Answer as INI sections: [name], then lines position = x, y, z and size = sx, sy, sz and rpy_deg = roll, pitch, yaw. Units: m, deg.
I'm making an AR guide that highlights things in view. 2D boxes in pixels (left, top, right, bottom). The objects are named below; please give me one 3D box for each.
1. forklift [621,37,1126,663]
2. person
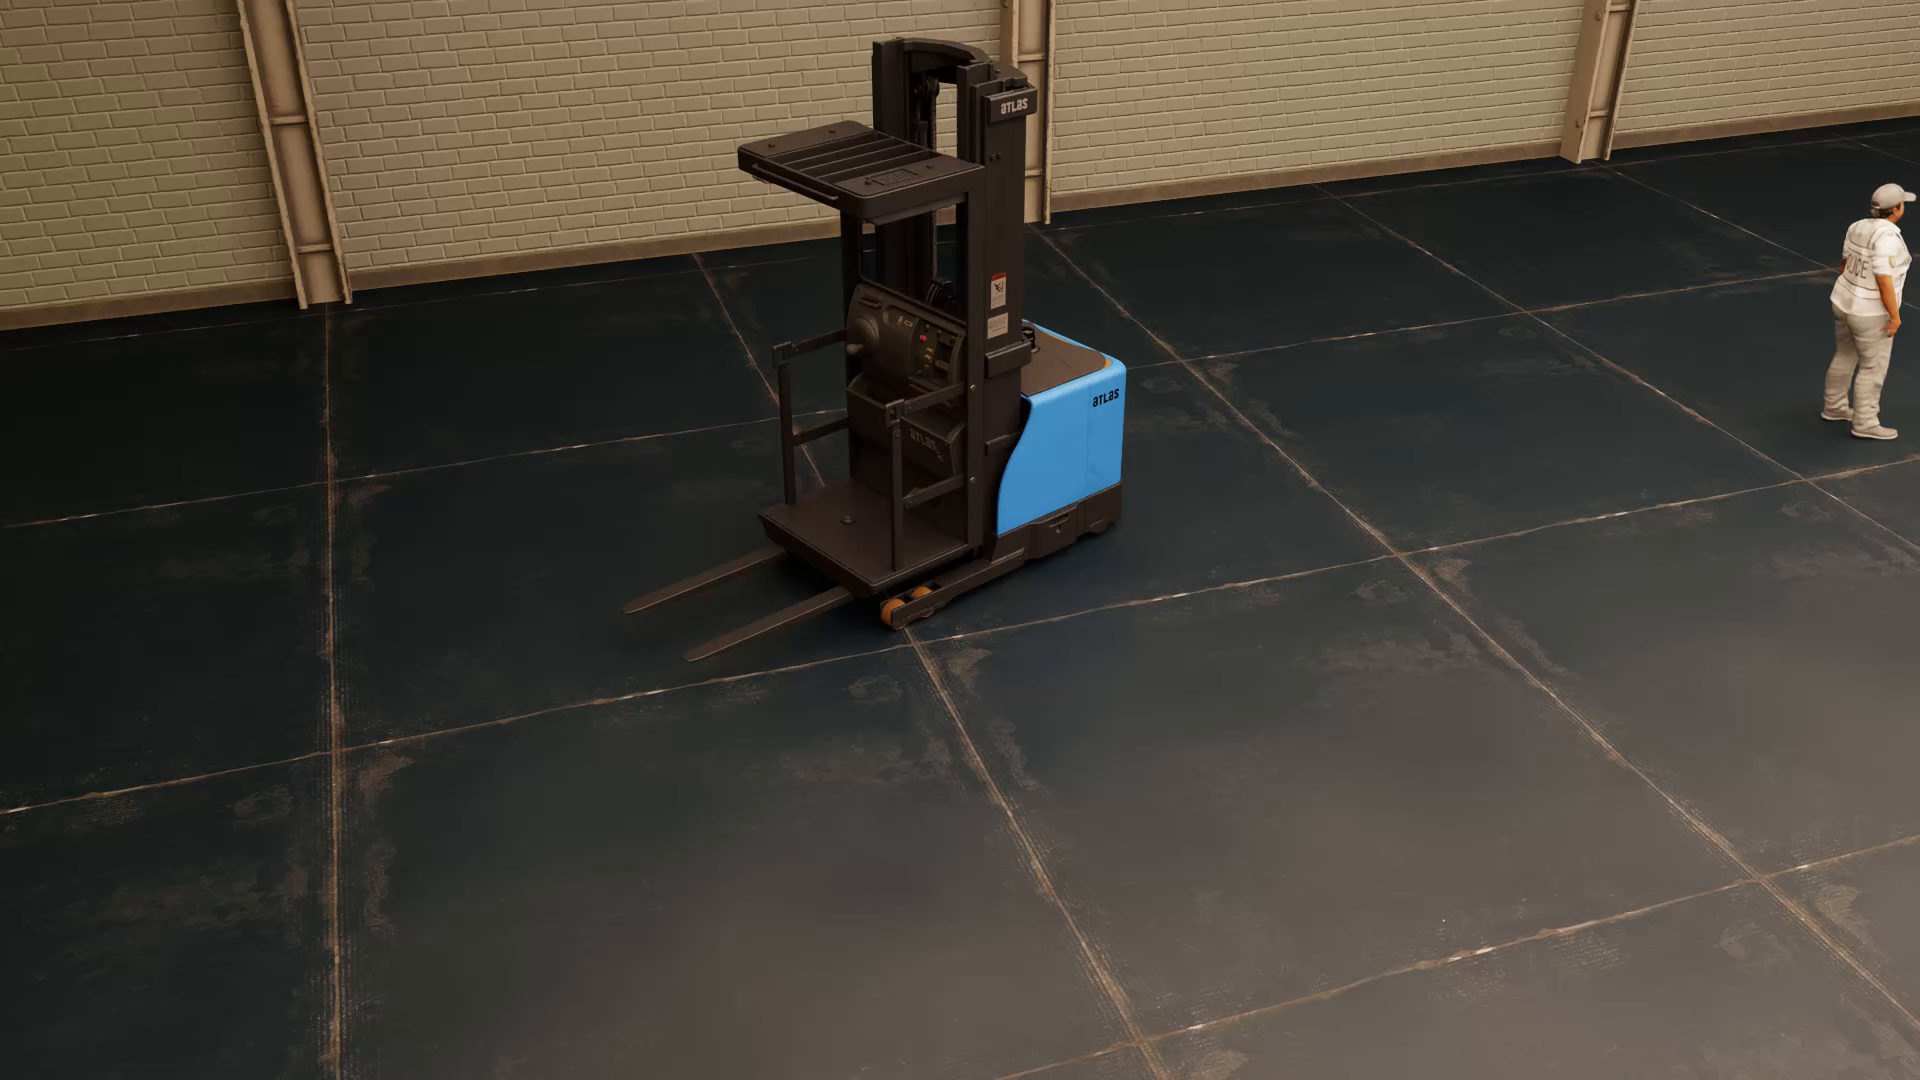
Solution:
[forklift]
position = -0.461, -1.072, 8.951
size = 3.031, 2.935, 1.130
rpy_deg = -23, 37, -34
[person]
position = 6.057, -1.524, 11.003
size = 0.508, 1.678, 0.577
rpy_deg = -2, 30, -3
